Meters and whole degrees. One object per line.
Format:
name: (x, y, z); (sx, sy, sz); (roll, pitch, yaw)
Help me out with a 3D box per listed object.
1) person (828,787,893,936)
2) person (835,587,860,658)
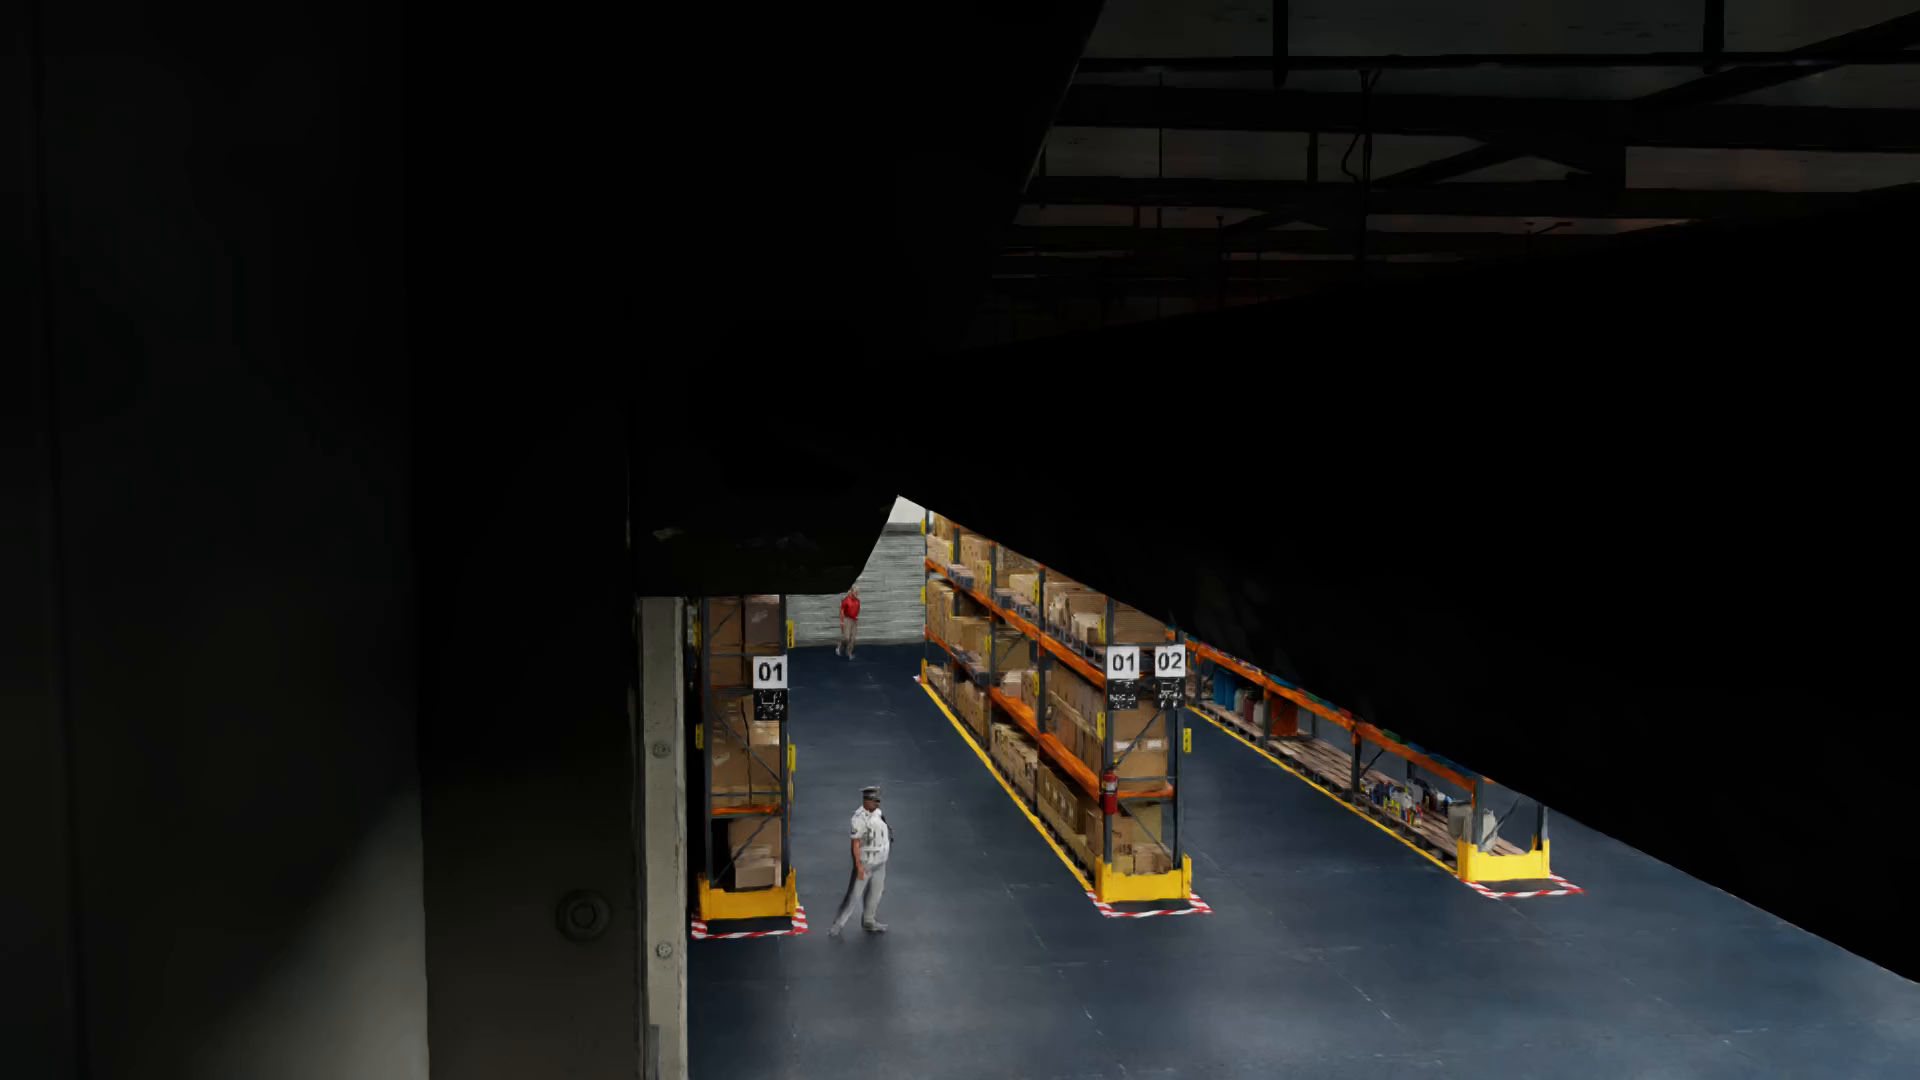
person: (-1.181, 3.754, 19.452); (0.549, 1.743, 0.736); (4, 6, 36)
person: (-2.700, 1.968, 39.904); (0.550, 1.719, 0.602); (5, 7, 43)
